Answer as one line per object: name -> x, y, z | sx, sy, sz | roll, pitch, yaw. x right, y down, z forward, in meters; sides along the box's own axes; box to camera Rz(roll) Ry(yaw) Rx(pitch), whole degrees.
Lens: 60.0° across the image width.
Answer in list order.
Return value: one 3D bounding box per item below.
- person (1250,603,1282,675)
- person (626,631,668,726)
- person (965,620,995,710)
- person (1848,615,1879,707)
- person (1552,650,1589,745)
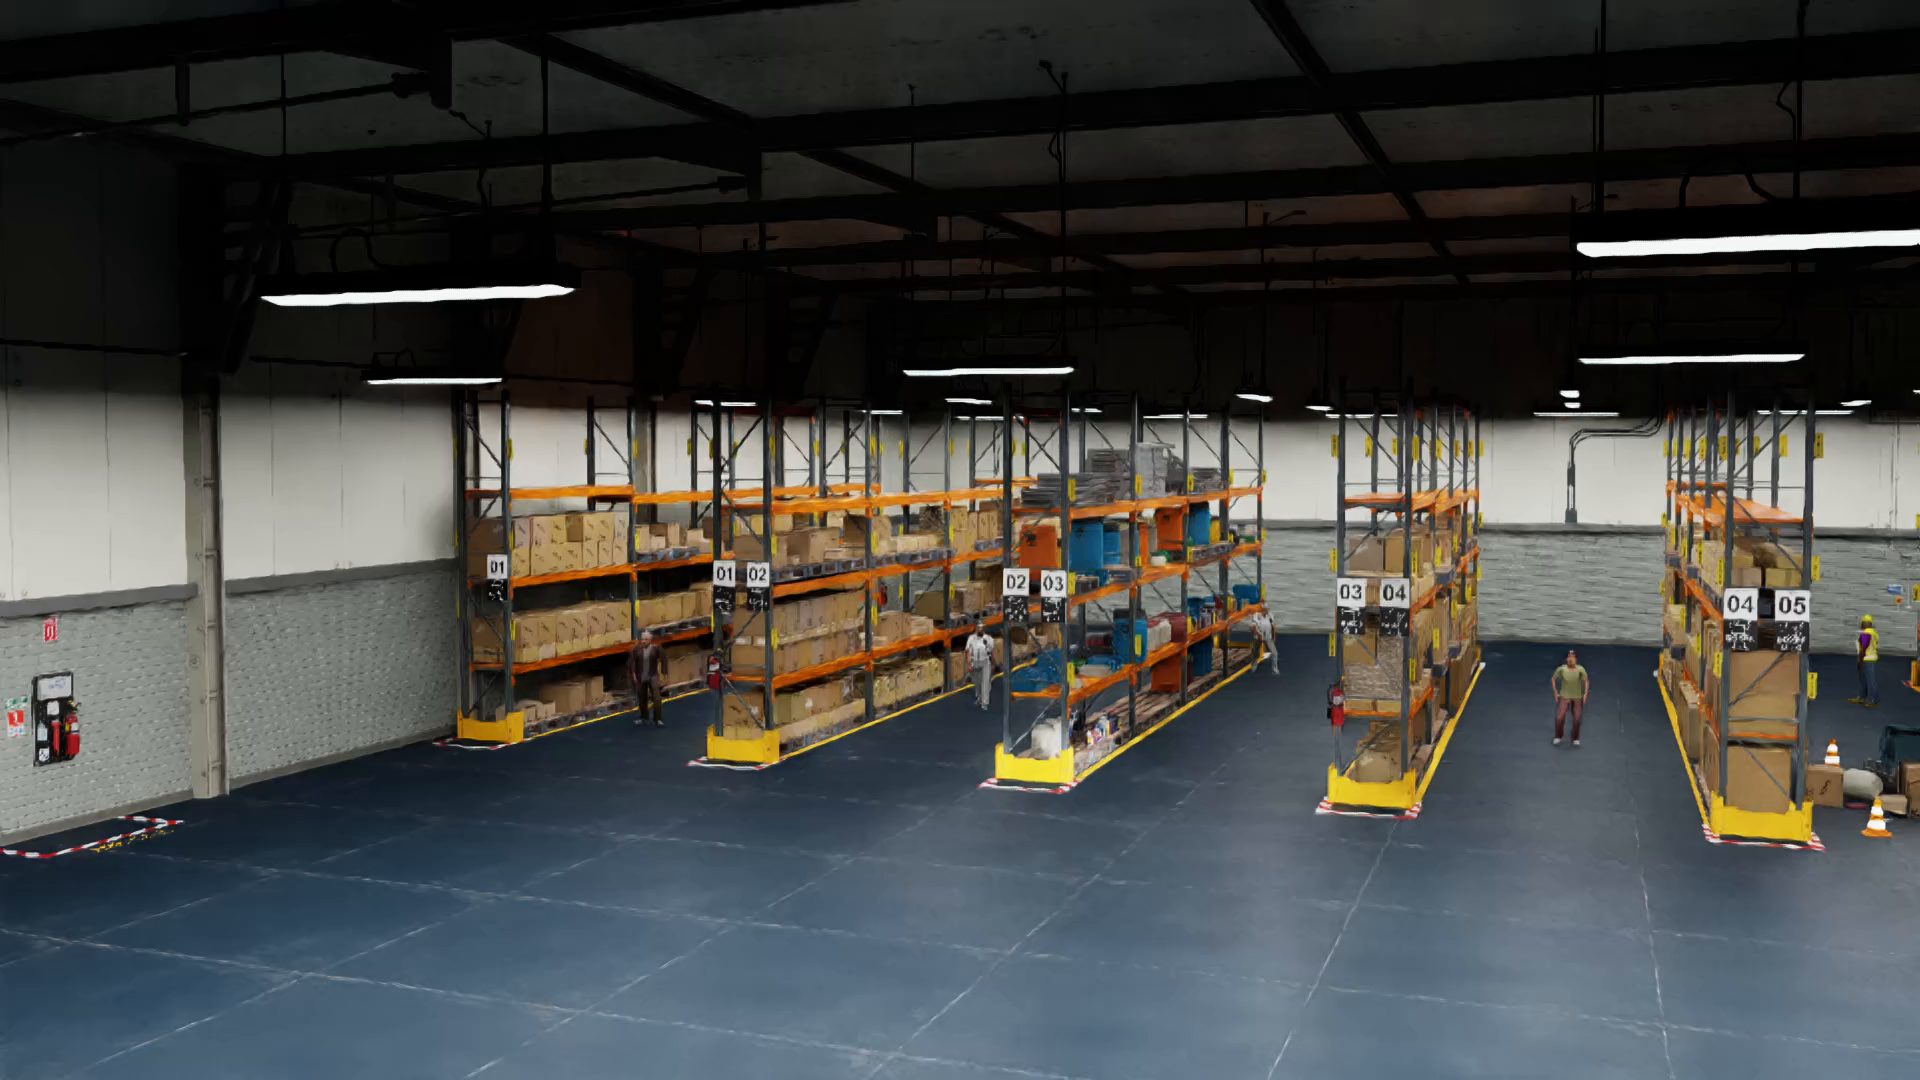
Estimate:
person -> 6.739, 2.171, 36.813 | 0.660, 1.601, 0.785 | 0, 3, -1
person -> -5.615, 2.541, 29.923 | 0.728, 1.614, 0.850 | 0, 3, 1
person -> 0.378, 2.373, 31.947 | 0.535, 1.708, 1.036 | 1, 3, 12
person -> 17.591, 2.328, 32.332 | 0.592, 1.764, 0.687 | 2, 4, 38
person -> 10.293, 2.654, 28.058 | 0.598, 1.619, 0.507 | 1, 3, 19
